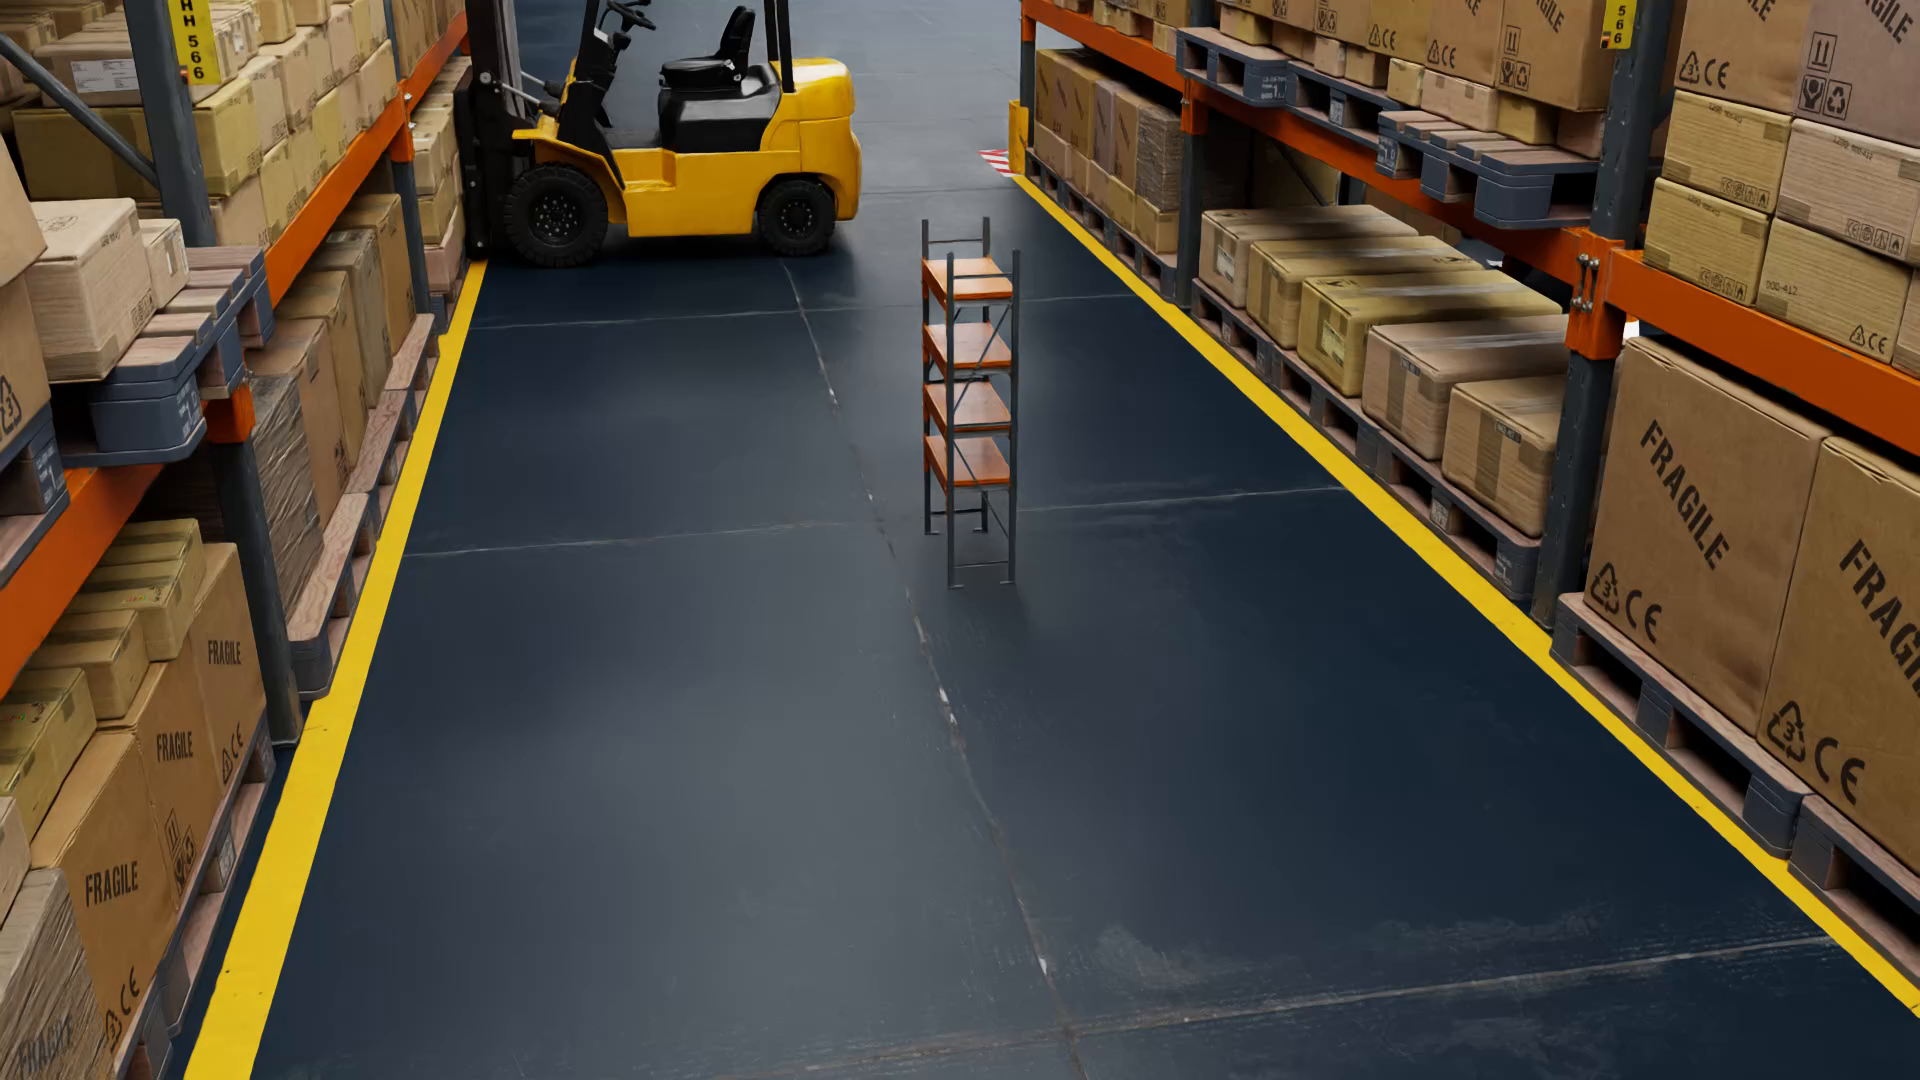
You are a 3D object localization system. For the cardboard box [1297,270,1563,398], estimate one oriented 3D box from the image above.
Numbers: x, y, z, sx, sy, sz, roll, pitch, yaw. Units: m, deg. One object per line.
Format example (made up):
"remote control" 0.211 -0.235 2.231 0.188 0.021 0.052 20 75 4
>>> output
"cardboard box" 2.063 -0.925 7.379 0.950 0.372 0.625 -4 24 -8

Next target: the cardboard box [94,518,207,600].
"cardboard box" -2.101 0.075 4.120 0.380 0.149 0.250 -5 24 -12

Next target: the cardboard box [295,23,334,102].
"cardboard box" -2.573 -1.713 5.987 0.500 0.250 0.500 -4 24 -9

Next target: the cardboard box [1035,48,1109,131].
"cardboard box" 0.839 -3.201 11.806 0.500 0.500 0.500 -5 24 -12

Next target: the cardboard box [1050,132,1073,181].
"cardboard box" 0.921 -2.666 11.516 0.500 0.250 0.500 -3 24 -8

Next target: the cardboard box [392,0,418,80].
"cardboard box" -3.006 -2.570 8.261 0.500 0.500 0.500 -5 24 -11

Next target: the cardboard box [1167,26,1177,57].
"cardboard box" 1.338 -2.688 8.970 0.380 0.149 0.250 -5 24 -10

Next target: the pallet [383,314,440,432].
"pallet" -3.006 -0.765 7.739 1.003 0.211 1.213 -4 24 -10

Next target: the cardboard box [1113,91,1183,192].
"cardboard box" 1.228 -2.388 9.943 0.500 0.500 0.500 -4 24 -9

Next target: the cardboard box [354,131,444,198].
"cardboard box" -2.962 -1.934 8.592 0.500 0.250 0.500 -5 24 -11

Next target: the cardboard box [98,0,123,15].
"cardboard box" -3.003 -1.815 5.723 0.380 0.149 0.250 -4 24 -8

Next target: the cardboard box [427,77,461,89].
"cardboard box" -3.325 -2.738 10.433 0.500 0.250 0.500 -4 24 -9

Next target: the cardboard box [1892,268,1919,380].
"cardboard box" 2.483 -0.438 3.693 0.500 0.250 0.500 -4 24 -8

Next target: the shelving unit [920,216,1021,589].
"shelving unit" 0.031 -0.485 5.861 0.258 1.200 0.503 -4 24 -10

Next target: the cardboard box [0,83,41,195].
"cardboard box" -2.797 -1.073 4.522 0.500 0.250 0.500 -4 24 -9

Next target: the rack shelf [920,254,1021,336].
"rack shelf" 0.031 -0.845 5.704 0.258 0.148 0.480 -4 24 -10

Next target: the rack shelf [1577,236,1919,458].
"rack shelf" 2.806 -0.009 3.422 1.077 0.370 4.000 -4 24 -10

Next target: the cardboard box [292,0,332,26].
"cardboard box" -2.509 -1.956 6.046 0.380 0.149 0.250 -5 24 -11

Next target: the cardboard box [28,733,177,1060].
"cardboard box" -1.970 0.750 3.383 0.500 0.500 0.500 -3 24 -7

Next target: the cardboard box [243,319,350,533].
"cardboard box" -2.672 -0.364 5.777 0.875 0.625 0.625 -4 24 -8

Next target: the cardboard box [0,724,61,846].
"cardboard box" -1.964 0.492 3.164 0.380 0.149 0.250 -5 24 -11

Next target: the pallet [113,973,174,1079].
"pallet" -2.118 1.296 3.018 1.003 0.211 1.213 -4 24 -10

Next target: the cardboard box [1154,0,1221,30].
"cardboard box" 1.370 -3.037 8.960 0.500 0.500 0.500 -5 24 -11

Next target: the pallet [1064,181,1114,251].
"pallet" 1.309 -2.163 10.940 1.003 0.211 1.213 -4 24 -10

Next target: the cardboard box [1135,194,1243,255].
"cardboard box" 1.323 -1.844 9.635 0.500 0.250 0.500 -3 24 -7

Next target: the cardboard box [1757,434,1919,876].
"cardboard box" 2.643 0.285 3.981 0.875 0.875 0.875 -4 24 -9

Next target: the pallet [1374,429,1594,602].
"pallet" 2.293 -0.155 6.342 1.003 0.211 1.213 -4 24 -10

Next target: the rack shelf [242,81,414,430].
"rack shelf" -2.811 -1.214 6.180 1.077 0.370 4.000 -4 24 -10

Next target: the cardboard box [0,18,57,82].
"cardboard box" -2.846 -1.414 4.804 0.380 0.149 0.250 -4 24 -10

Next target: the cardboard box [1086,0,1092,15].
"cardboard box" 1.037 -3.498 10.824 0.380 0.149 0.250 -3 24 -8

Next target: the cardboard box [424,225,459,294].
"cardboard box" -2.945 -1.477 8.795 0.500 0.250 0.500 -4 24 -9

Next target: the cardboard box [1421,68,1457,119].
"cardboard box" 1.894 -1.610 5.978 0.380 0.149 0.250 -5 24 -12

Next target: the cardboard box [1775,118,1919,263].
"cardboard box" 2.382 -0.865 4.046 0.500 0.250 0.500 -4 24 -8

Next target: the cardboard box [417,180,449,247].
"cardboard box" -2.967 -1.705 8.692 0.500 0.250 0.500 -4 24 -10

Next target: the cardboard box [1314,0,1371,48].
"cardboard box" 1.778 -2.274 6.688 0.500 0.500 0.500 -5 24 -12

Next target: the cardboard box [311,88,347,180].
"cardboard box" -2.567 -1.485 6.090 0.500 0.250 0.500 -4 24 -8

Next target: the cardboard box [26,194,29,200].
"cardboard box" -2.776 -0.846 4.626 0.500 0.250 0.500 -5 24 -11

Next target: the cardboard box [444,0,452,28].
"cardboard box" -3.389 -3.369 10.091 0.500 0.500 0.500 -5 24 -11

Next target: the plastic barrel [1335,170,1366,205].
"plastic barrel" 2.827 -2.391 11.196 0.512 0.421 0.421 13 27 27

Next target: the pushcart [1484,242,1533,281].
"pushcart" 3.928 -1.686 9.638 1.648 0.377 0.936 -13 27 -28

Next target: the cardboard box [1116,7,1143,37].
"cardboard box" 1.147 -3.087 9.885 0.380 0.149 0.250 -5 24 -11

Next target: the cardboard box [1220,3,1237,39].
"cardboard box" 1.488 -2.535 8.097 0.380 0.149 0.250 -4 24 -9

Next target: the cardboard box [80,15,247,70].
"cardboard box" -2.334 -1.451 4.889 0.380 0.149 0.250 -4 24 -8

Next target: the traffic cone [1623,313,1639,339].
"traffic cone" 3.302 -1.152 8.310 0.336 0.463 0.334 -4 24 -10

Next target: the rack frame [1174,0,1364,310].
"rack frame" 1.697 -2.699 8.682 1.000 3.000 0.127 -4 24 -10

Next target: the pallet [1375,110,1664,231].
"pallet" 2.200 -1.310 5.742 1.213 0.211 1.003 -4 24 -10

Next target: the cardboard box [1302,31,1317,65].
"cardboard box" 1.704 -2.129 7.166 0.380 0.149 0.250 -4 24 -9
